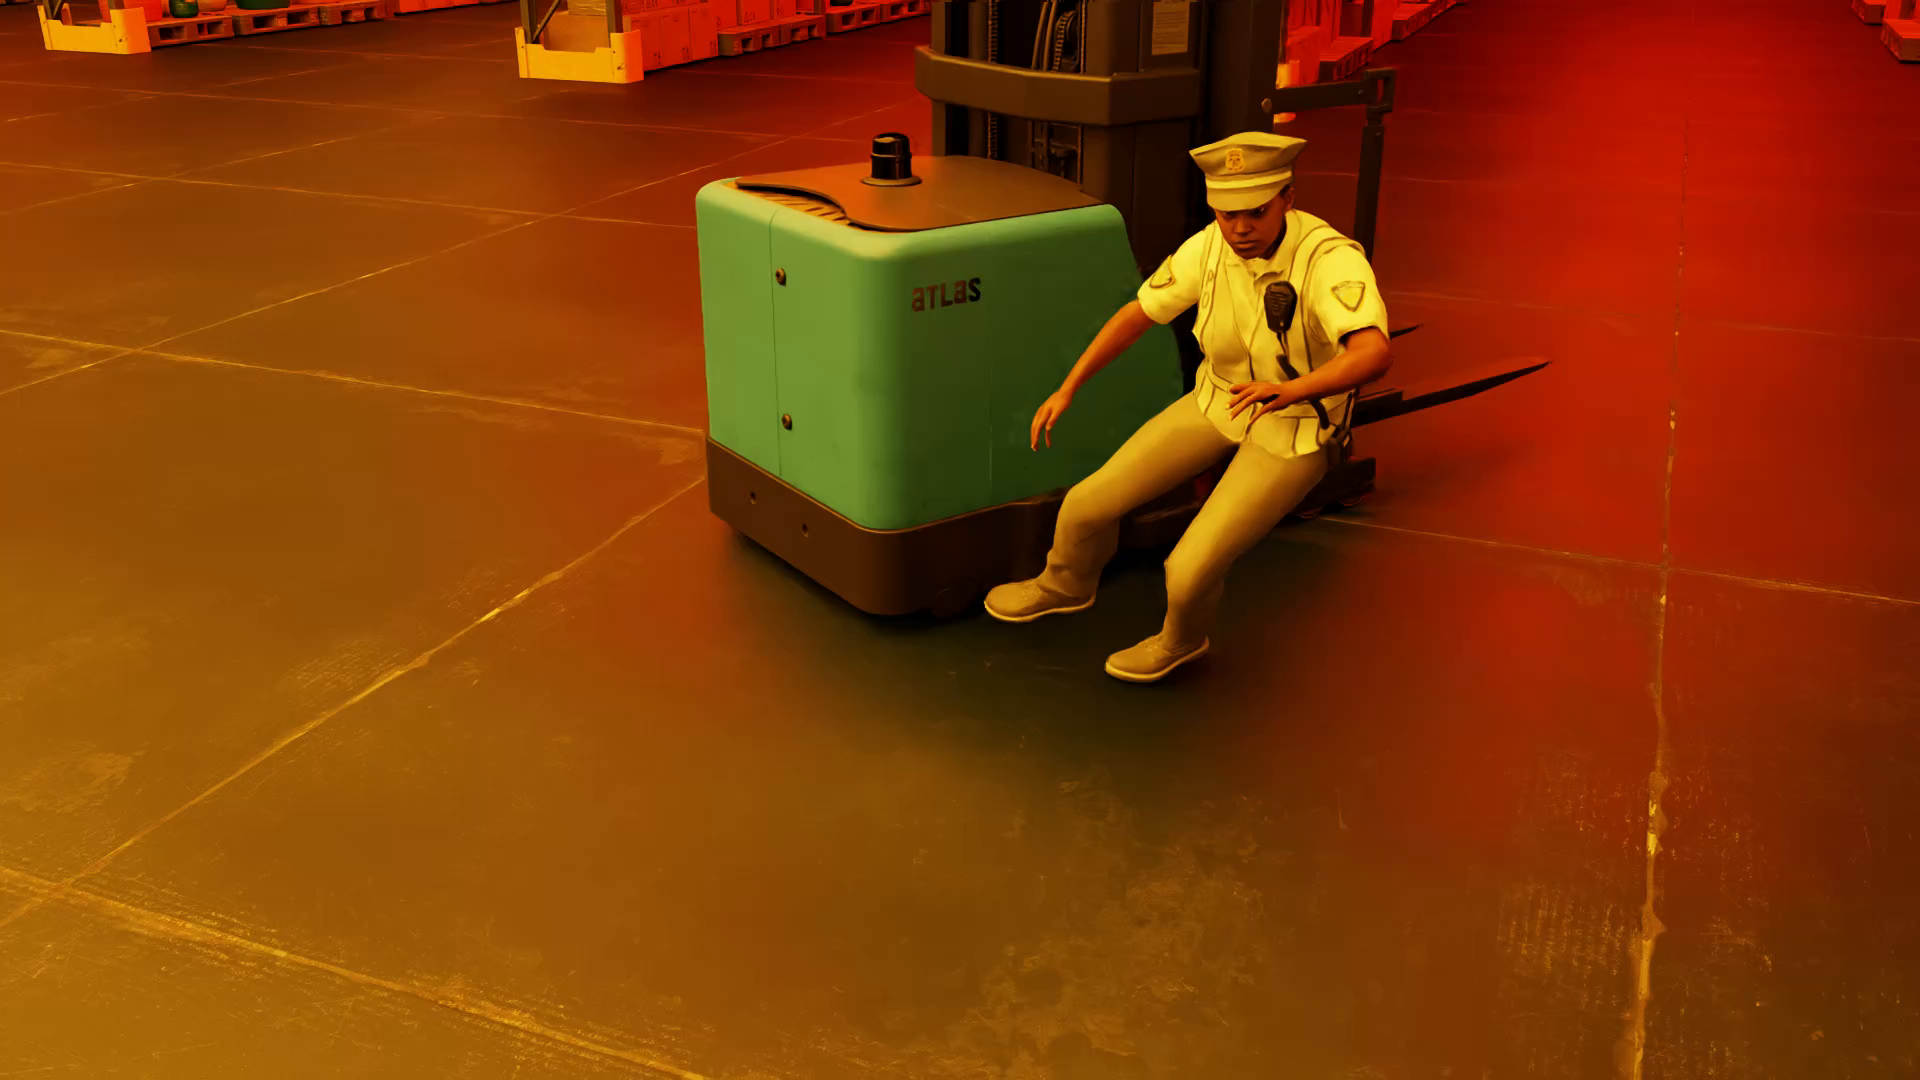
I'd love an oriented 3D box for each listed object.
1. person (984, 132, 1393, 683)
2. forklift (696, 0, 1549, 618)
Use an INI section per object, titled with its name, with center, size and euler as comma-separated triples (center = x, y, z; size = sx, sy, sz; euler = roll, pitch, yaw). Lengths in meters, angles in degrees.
[person]
center = 0.457, -0.234, 3.798
size = 1.095, 1.397, 0.895
euler = 15, 27, 31
[forklift]
center = 0.725, -1.569, 5.046
size = 3.031, 2.935, 1.130
euler = -15, 27, -32
